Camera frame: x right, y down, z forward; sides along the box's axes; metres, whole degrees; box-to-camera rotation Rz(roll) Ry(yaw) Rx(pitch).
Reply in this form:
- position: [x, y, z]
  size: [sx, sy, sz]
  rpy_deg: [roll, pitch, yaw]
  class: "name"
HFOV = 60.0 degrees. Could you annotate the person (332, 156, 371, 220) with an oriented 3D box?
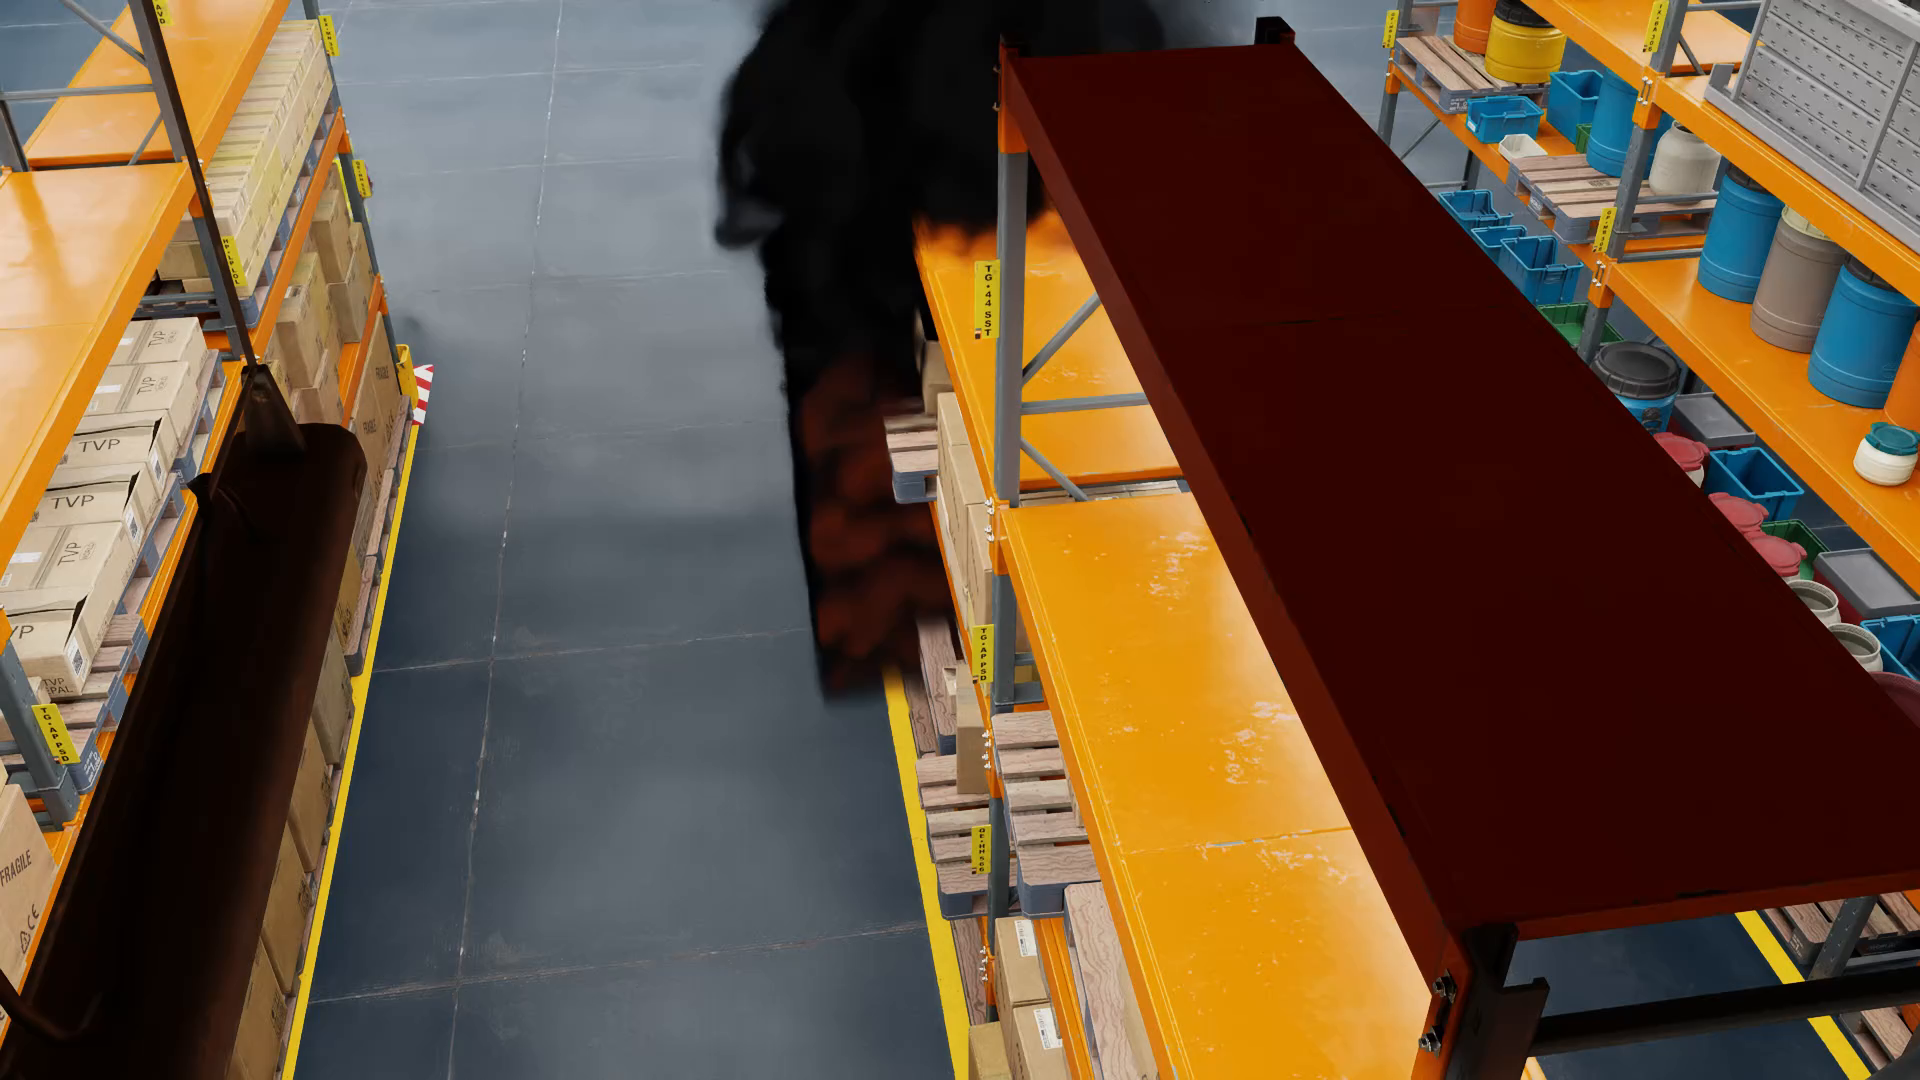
- position: [-6.185, -3.195, 16.338]
  size: [0.596, 1.732, 0.704]
  rpy_deg: [22, 42, 27]
  class: "person"
